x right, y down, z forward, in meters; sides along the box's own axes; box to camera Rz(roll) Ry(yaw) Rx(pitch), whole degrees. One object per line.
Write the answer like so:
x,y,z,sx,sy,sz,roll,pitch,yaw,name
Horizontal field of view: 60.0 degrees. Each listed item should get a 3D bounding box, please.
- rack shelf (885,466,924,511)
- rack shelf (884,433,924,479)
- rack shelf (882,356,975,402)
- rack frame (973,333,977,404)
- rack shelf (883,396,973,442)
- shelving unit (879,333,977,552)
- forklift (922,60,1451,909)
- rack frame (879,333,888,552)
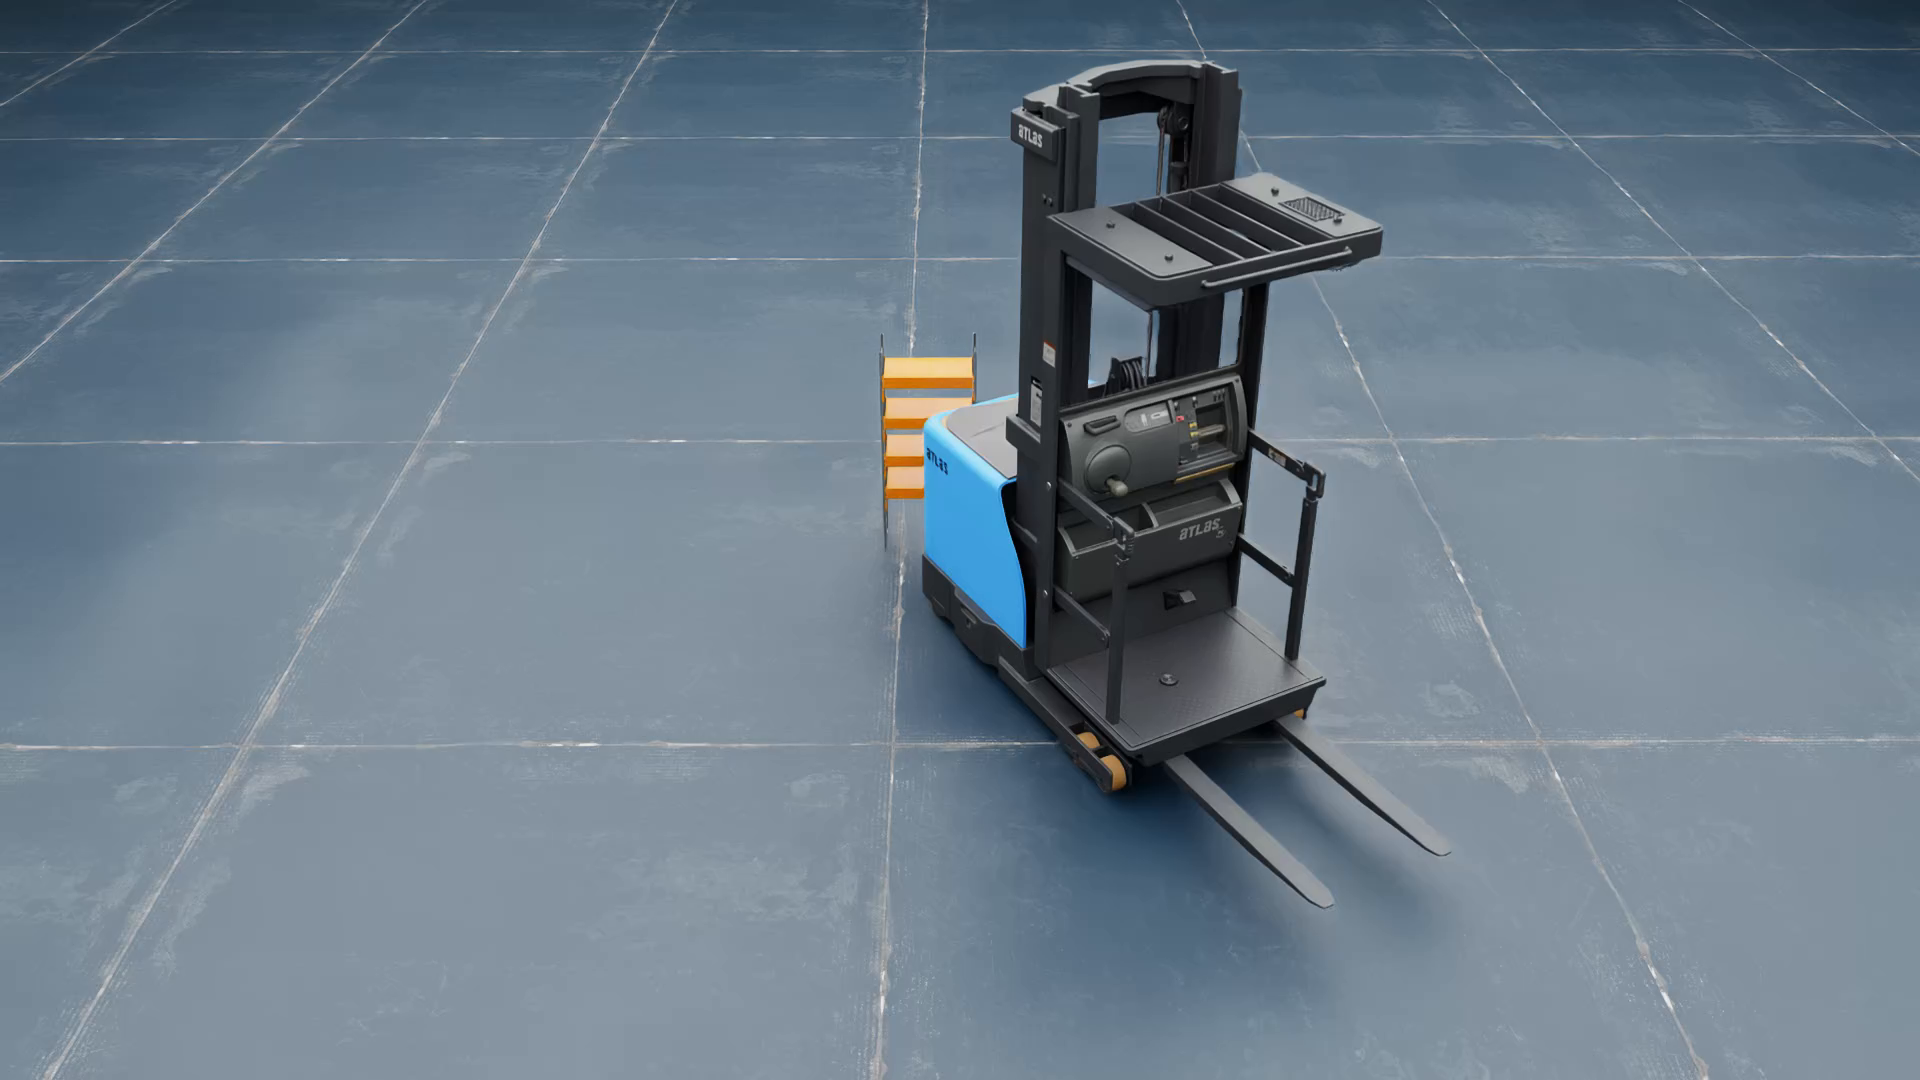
-0.166,-0.285,9.076,0.480,0.148,0.258,0,31,0,rack shelf
-0.166,-0.455,8.973,0.480,0.148,0.258,0,31,0,rack shelf
-0.166,-0.848,8.734,0.480,0.148,0.258,0,31,0,rack shelf
0.078,-0.513,8.939,0.015,1.200,0.240,0,31,0,rack frame
-0.166,-0.646,8.857,0.480,0.148,0.258,0,31,0,rack shelf
-0.166,-0.512,8.938,0.503,1.200,0.258,0,31,0,shelving unit
0.964,-0.400,7.084,1.130,2.935,3.031,-16,35,-25,forklift
-0.410,-0.512,8.937,0.015,1.200,0.240,0,31,0,rack frame
